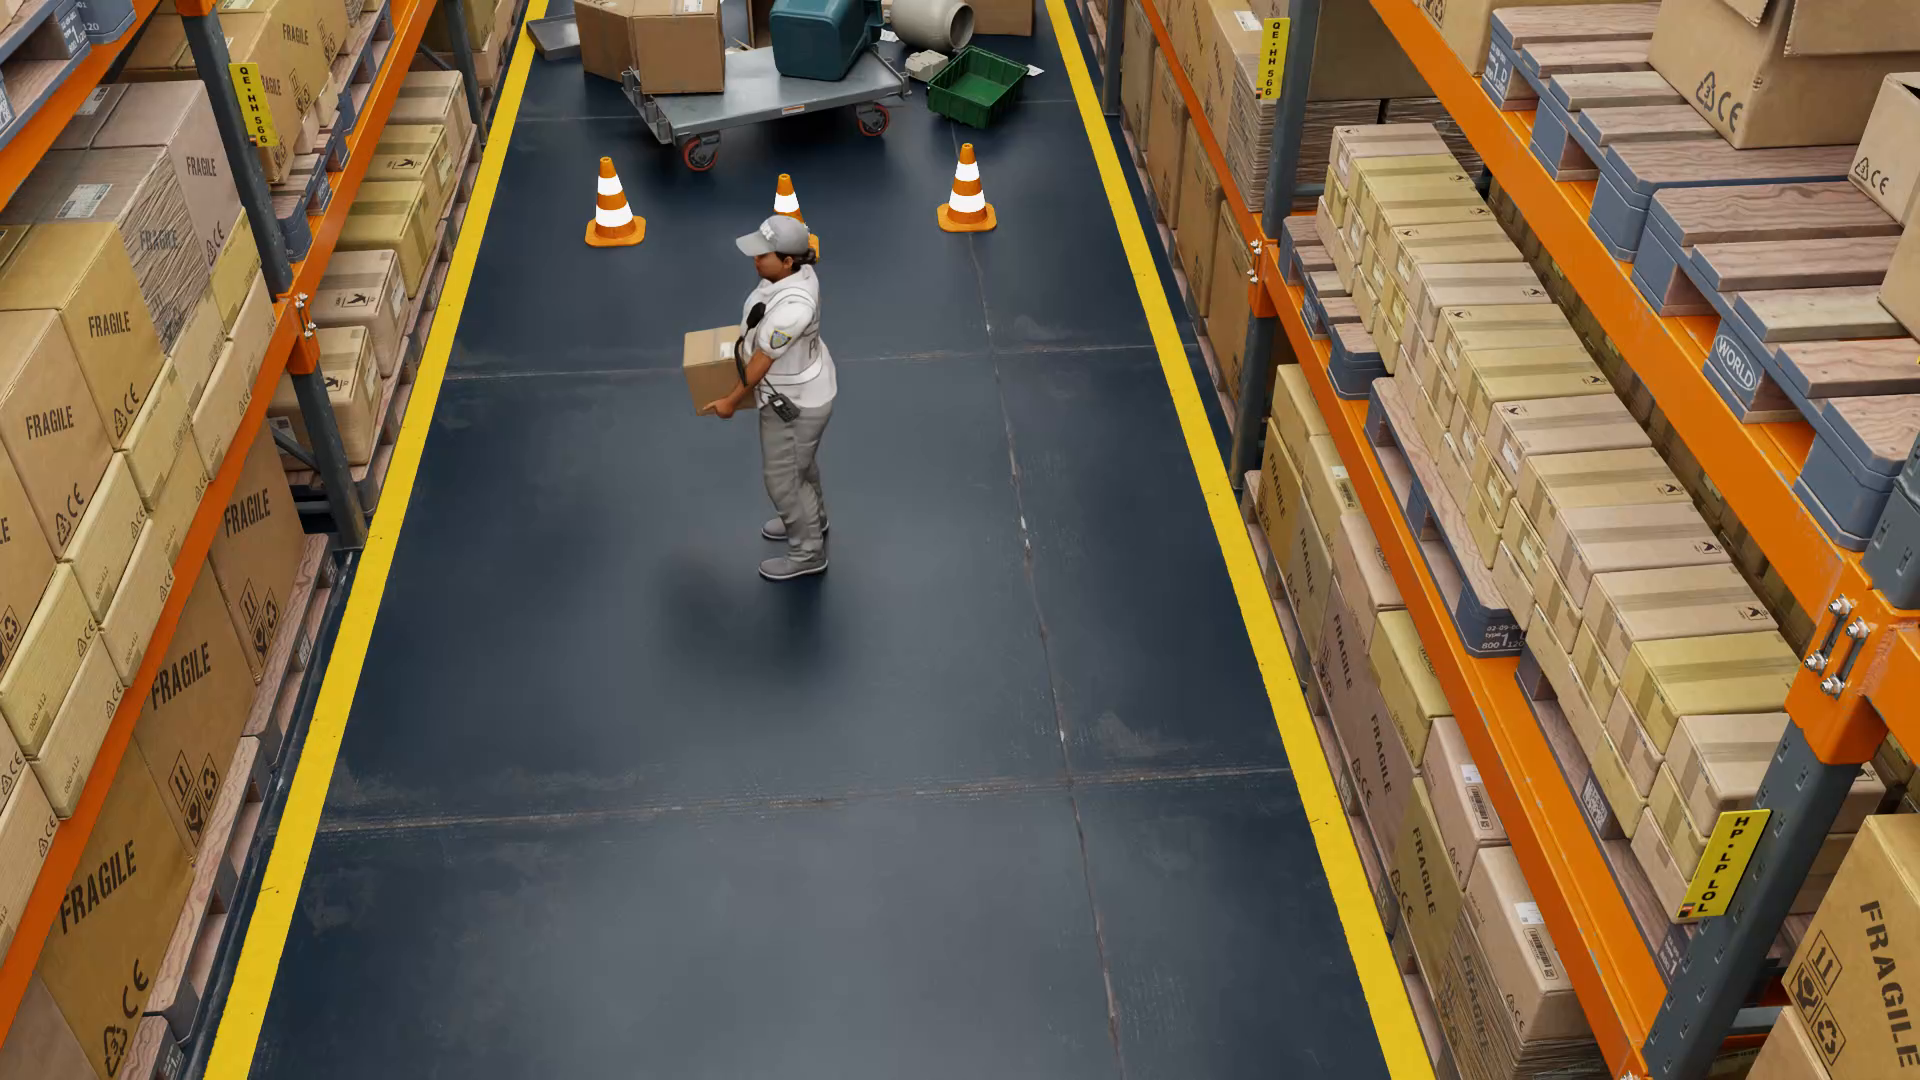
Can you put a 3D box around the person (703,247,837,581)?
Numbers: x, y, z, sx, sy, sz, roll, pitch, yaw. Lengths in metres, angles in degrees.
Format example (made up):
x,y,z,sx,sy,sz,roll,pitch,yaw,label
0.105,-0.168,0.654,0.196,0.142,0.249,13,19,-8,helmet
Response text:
x,y,z,sx,sy,sz,roll,pitch,yaw,label
5.408,-15.442,21.566,16.727,6.007,40.629,-3,39,-4,person
